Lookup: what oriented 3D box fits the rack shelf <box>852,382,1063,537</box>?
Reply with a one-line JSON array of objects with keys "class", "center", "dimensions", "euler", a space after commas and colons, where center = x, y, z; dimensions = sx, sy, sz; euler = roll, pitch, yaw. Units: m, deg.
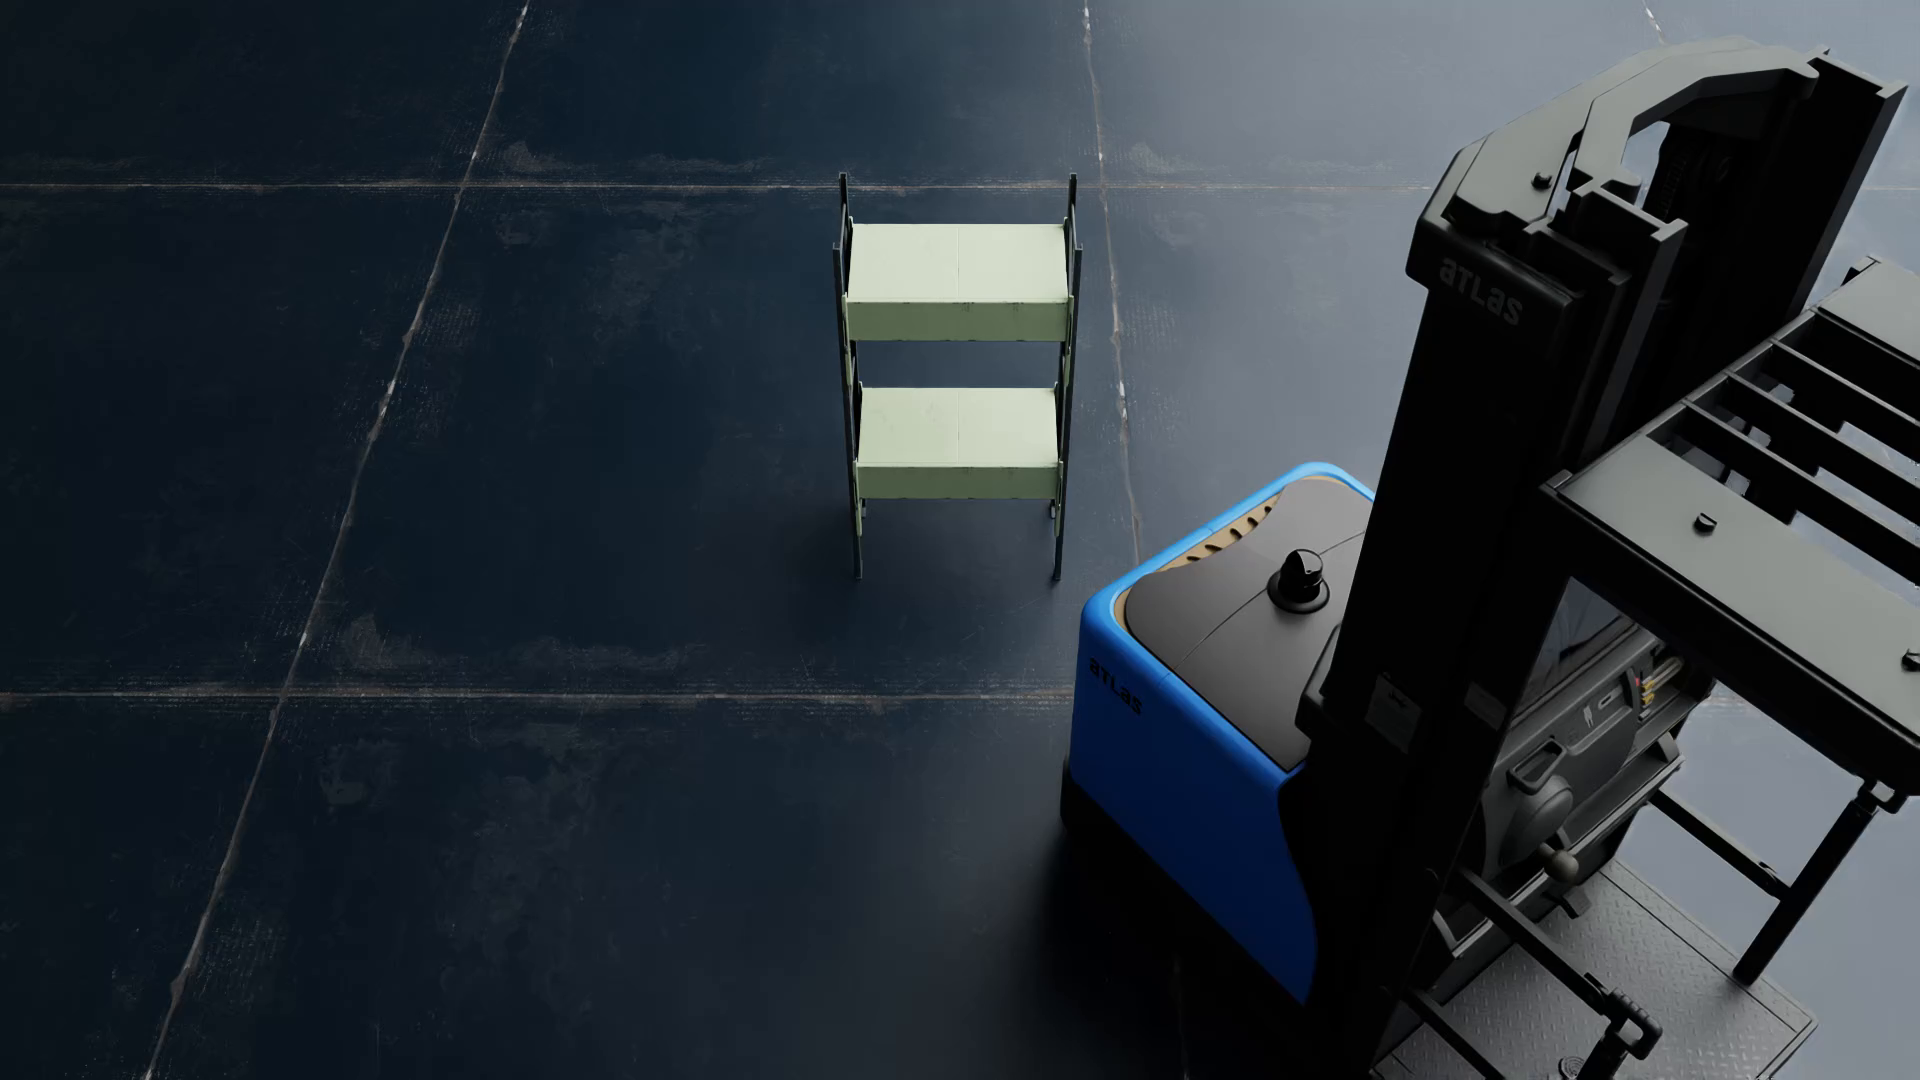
[{"class": "rack shelf", "center": [-0.007, -0.289, 5.940], "dimensions": [0.720, 0.370, 0.431], "euler": [0, 47, 0]}]

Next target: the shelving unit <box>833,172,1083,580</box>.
[{"class": "shelving unit", "center": [-0.007, -0.511, 5.701], "dimensions": [0.755, 1.500, 0.431], "euler": [0, 47, 0]}]

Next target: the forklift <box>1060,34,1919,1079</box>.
[{"class": "forklift", "center": [1.635, 0.533, 3.751], "dimensions": [1.130, 2.935, 3.031], "euler": [-30, 54, -25]}]

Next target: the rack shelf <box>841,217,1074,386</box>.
[{"class": "rack shelf", "center": [-0.007, -0.777, 5.415], "dimensions": [0.720, 0.370, 0.431], "euler": [0, 47, 0]}]

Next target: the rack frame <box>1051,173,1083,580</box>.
[{"class": "rack frame", "center": [0.359, -0.510, 5.700], "dimensions": [0.023, 1.500, 0.400], "euler": [0, 47, 0]}]

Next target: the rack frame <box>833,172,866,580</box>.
[{"class": "rack frame", "center": [-0.373, -0.512, 5.702], "dimensions": [0.023, 1.500, 0.400], "euler": [0, 47, 0]}]
